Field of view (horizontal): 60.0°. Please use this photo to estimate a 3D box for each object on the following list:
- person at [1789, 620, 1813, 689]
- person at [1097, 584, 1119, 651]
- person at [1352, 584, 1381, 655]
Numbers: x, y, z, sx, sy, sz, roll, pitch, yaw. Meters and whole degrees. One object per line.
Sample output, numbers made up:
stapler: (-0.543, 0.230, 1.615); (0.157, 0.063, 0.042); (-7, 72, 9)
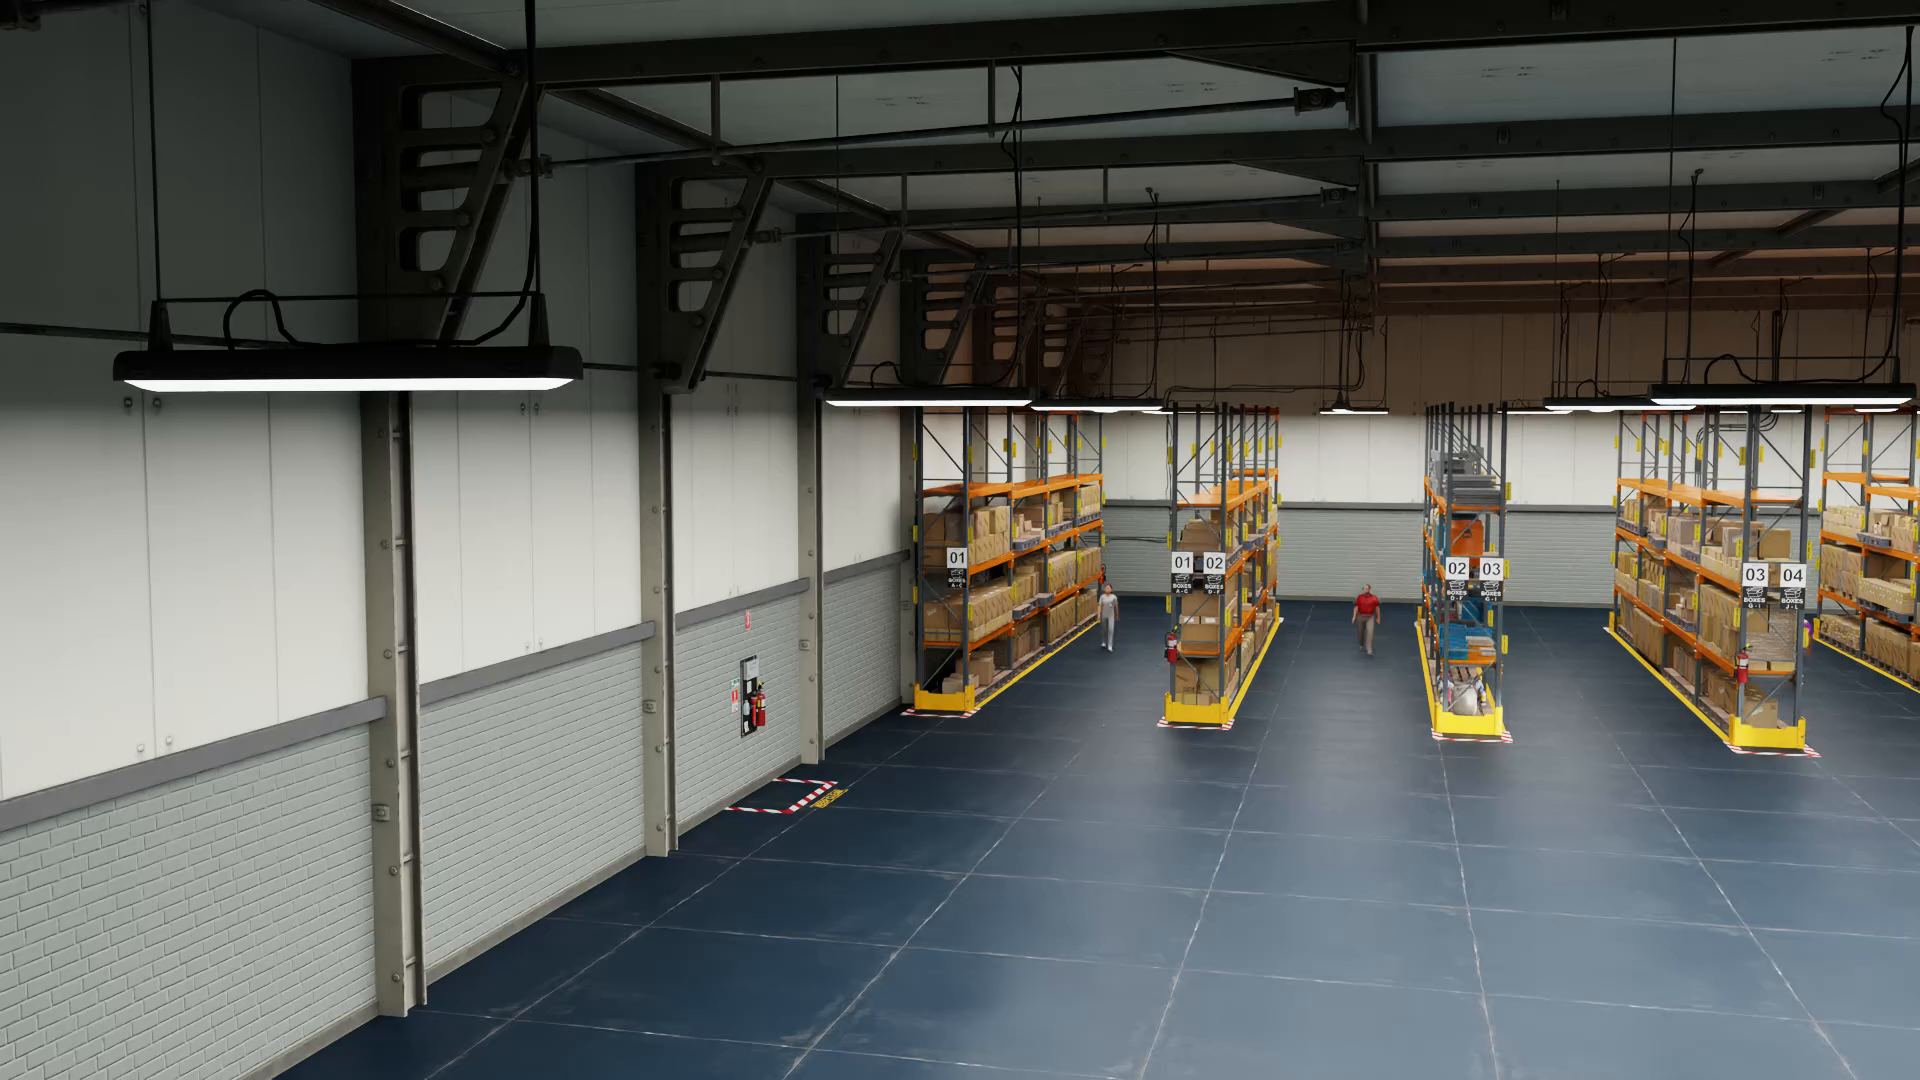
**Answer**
person: (17.677, 2.271, 35.114); (0.499, 1.725, 1.002); (0, 4, 4)
person: (3.644, 1.885, 40.913); (0.519, 1.621, 1.015); (0, 4, 6)
person: (9.832, 1.909, 40.232); (0.669, 1.673, 1.048); (1, 4, 15)
